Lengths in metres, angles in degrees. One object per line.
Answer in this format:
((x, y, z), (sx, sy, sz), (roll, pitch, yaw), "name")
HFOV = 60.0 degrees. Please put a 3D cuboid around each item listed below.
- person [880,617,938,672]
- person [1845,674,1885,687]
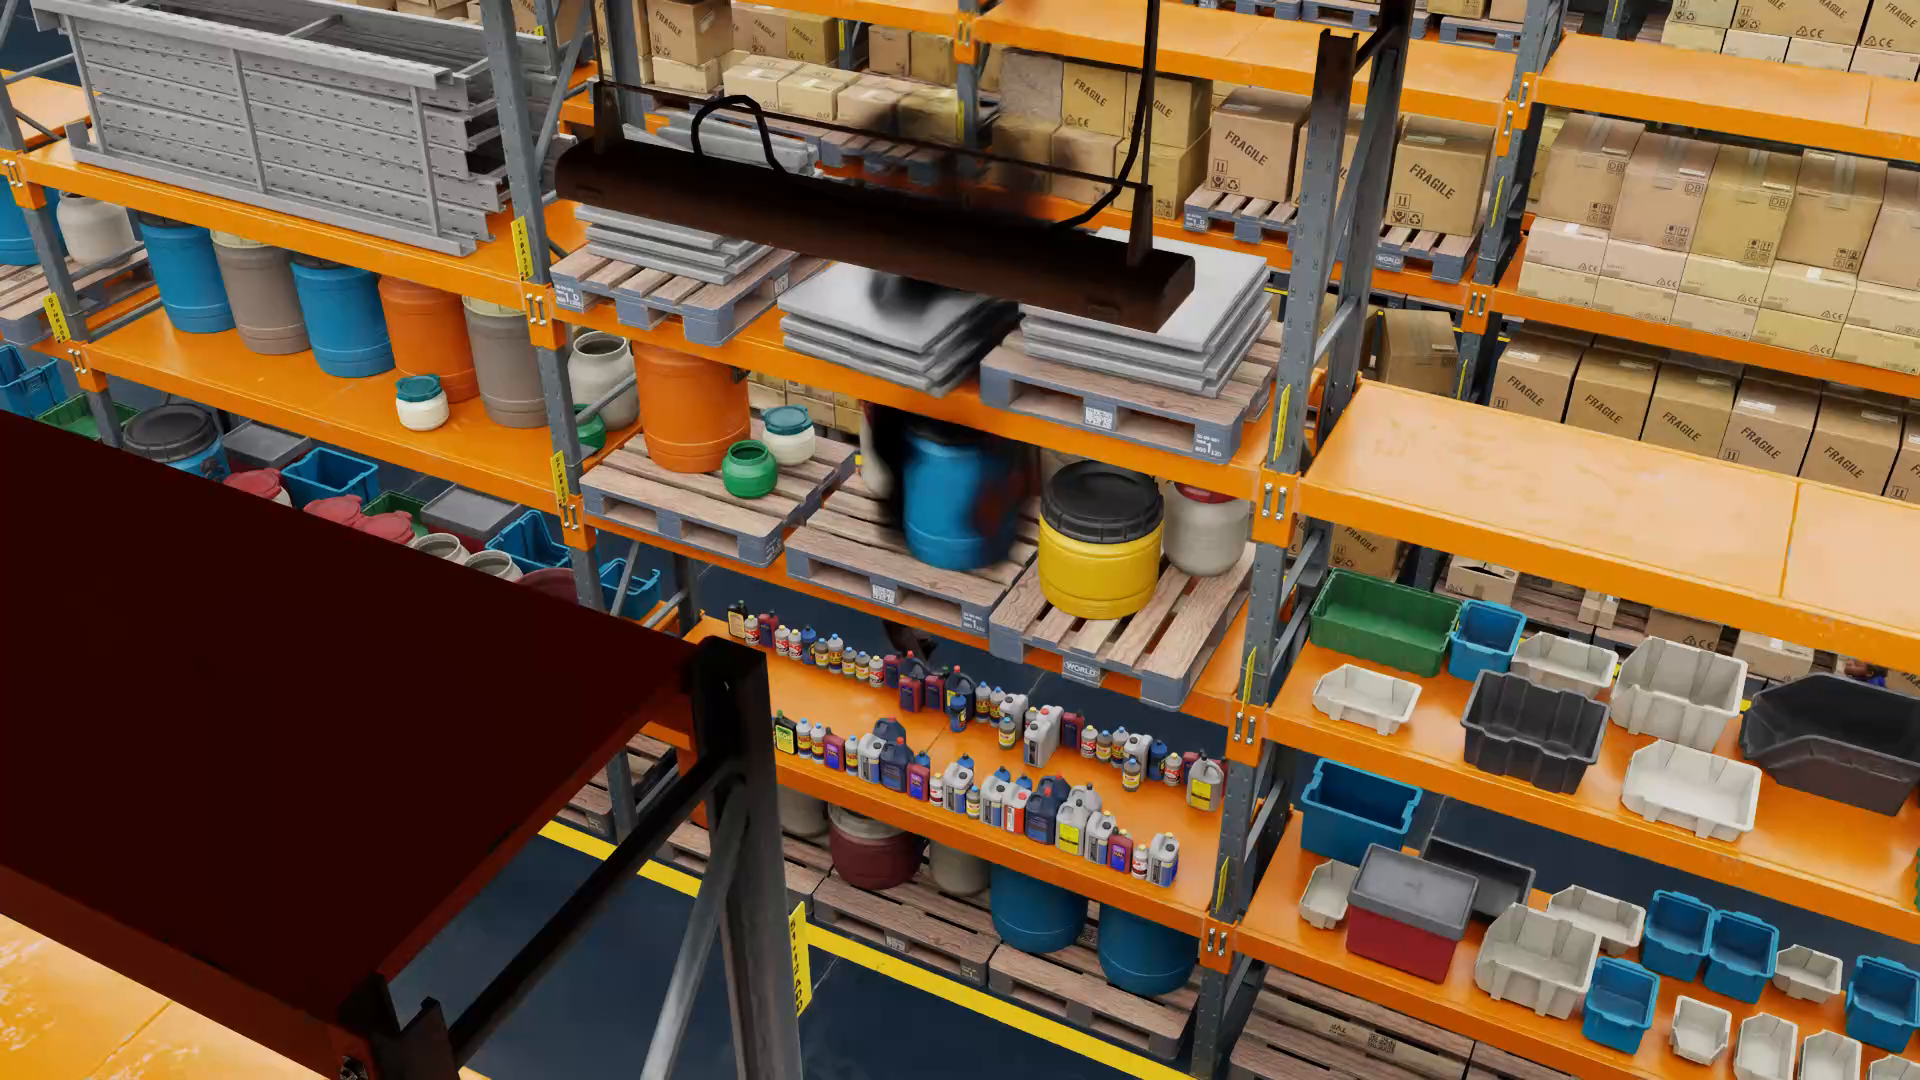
((-0.433, 0.266, 11.523), (0.547, 1.696, 0.658), (14, 37, 19), "person")
((5.593, 1.432, 10.575), (0.863, 1.490, 0.543), (5, 35, 7), "person")
